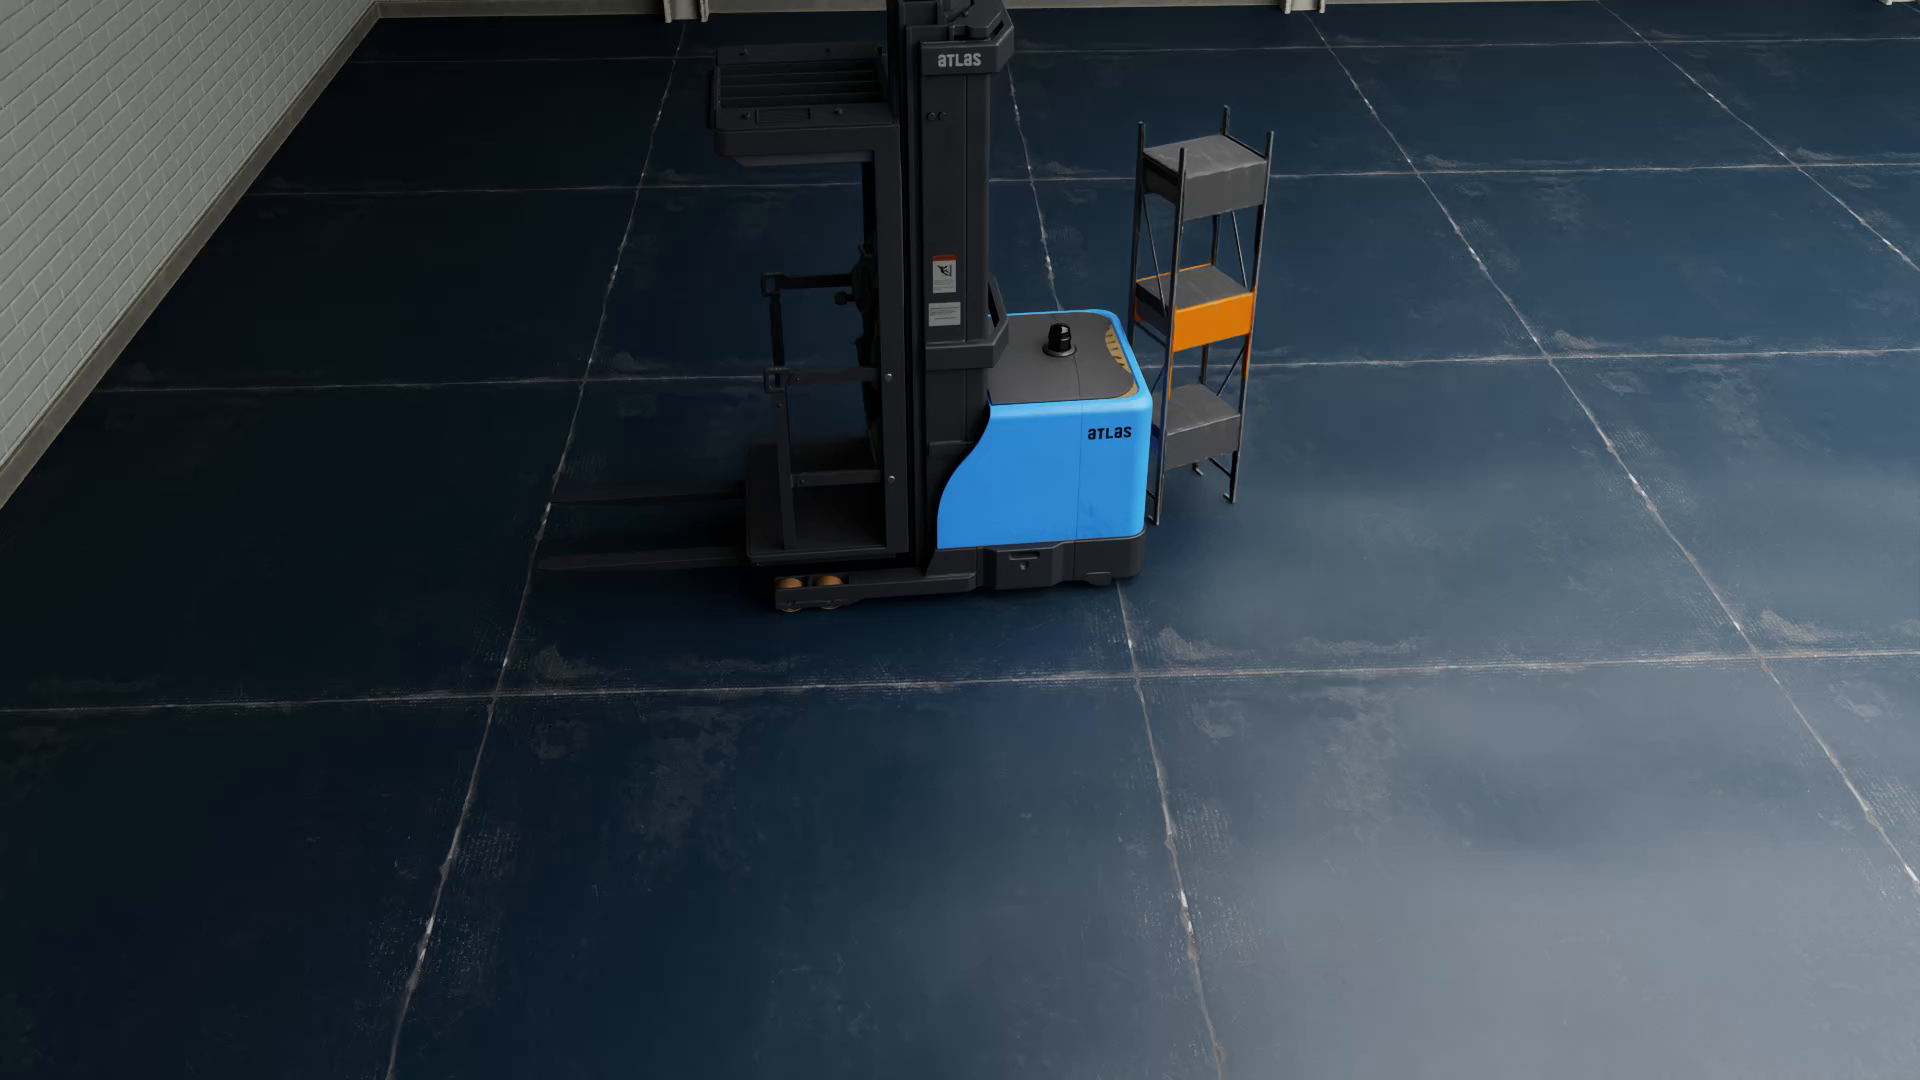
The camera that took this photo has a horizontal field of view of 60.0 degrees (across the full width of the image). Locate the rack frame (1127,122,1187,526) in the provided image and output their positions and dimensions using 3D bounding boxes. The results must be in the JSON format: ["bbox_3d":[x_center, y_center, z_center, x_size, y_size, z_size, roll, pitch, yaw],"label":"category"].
[{"bbox_3d":[0.962,-1.045,8.449,0.015,2.100,0.400,-16,37,-21],"label":"rack frame"}]

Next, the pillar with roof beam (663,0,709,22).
[{"bbox_3d":[-2.438,-6.317,10.006,0.400,9.000,9.100,-2,35,-2],"label":"pillar with roof beam"}]

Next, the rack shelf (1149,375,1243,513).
[{"bbox_3d":[1.184,-0.519,8.941,0.480,0.518,0.431,-16,37,-21],"label":"rack shelf"}]

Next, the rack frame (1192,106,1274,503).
[{"bbox_3d":[1.399,-1.170,8.627,0.015,2.100,0.400,-16,37,-21],"label":"rack frame"}]

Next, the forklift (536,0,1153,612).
[{"bbox_3d":[-0.620,-1.166,7.895,3.031,2.935,1.130,-4,35,-5],"label":"forklift"}]

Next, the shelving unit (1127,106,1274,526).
[{"bbox_3d":[1.180,-1.108,8.538,0.503,2.100,0.431,-16,37,-21],"label":"shelving unit"}]

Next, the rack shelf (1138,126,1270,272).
[{"bbox_3d":[1.177,-1.674,8.150,0.480,0.518,0.431,-16,37,-21],"label":"rack shelf"}]

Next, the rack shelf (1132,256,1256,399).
[{"bbox_3d":[1.180,-1.097,8.546,0.480,0.518,0.431,-16,37,-21],"label":"rack shelf"}]

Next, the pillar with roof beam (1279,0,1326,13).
[{"bbox_3d":[3.555,-6.478,10.239,0.400,9.000,9.100,-2,35,-2],"label":"pillar with roof beam"}]
